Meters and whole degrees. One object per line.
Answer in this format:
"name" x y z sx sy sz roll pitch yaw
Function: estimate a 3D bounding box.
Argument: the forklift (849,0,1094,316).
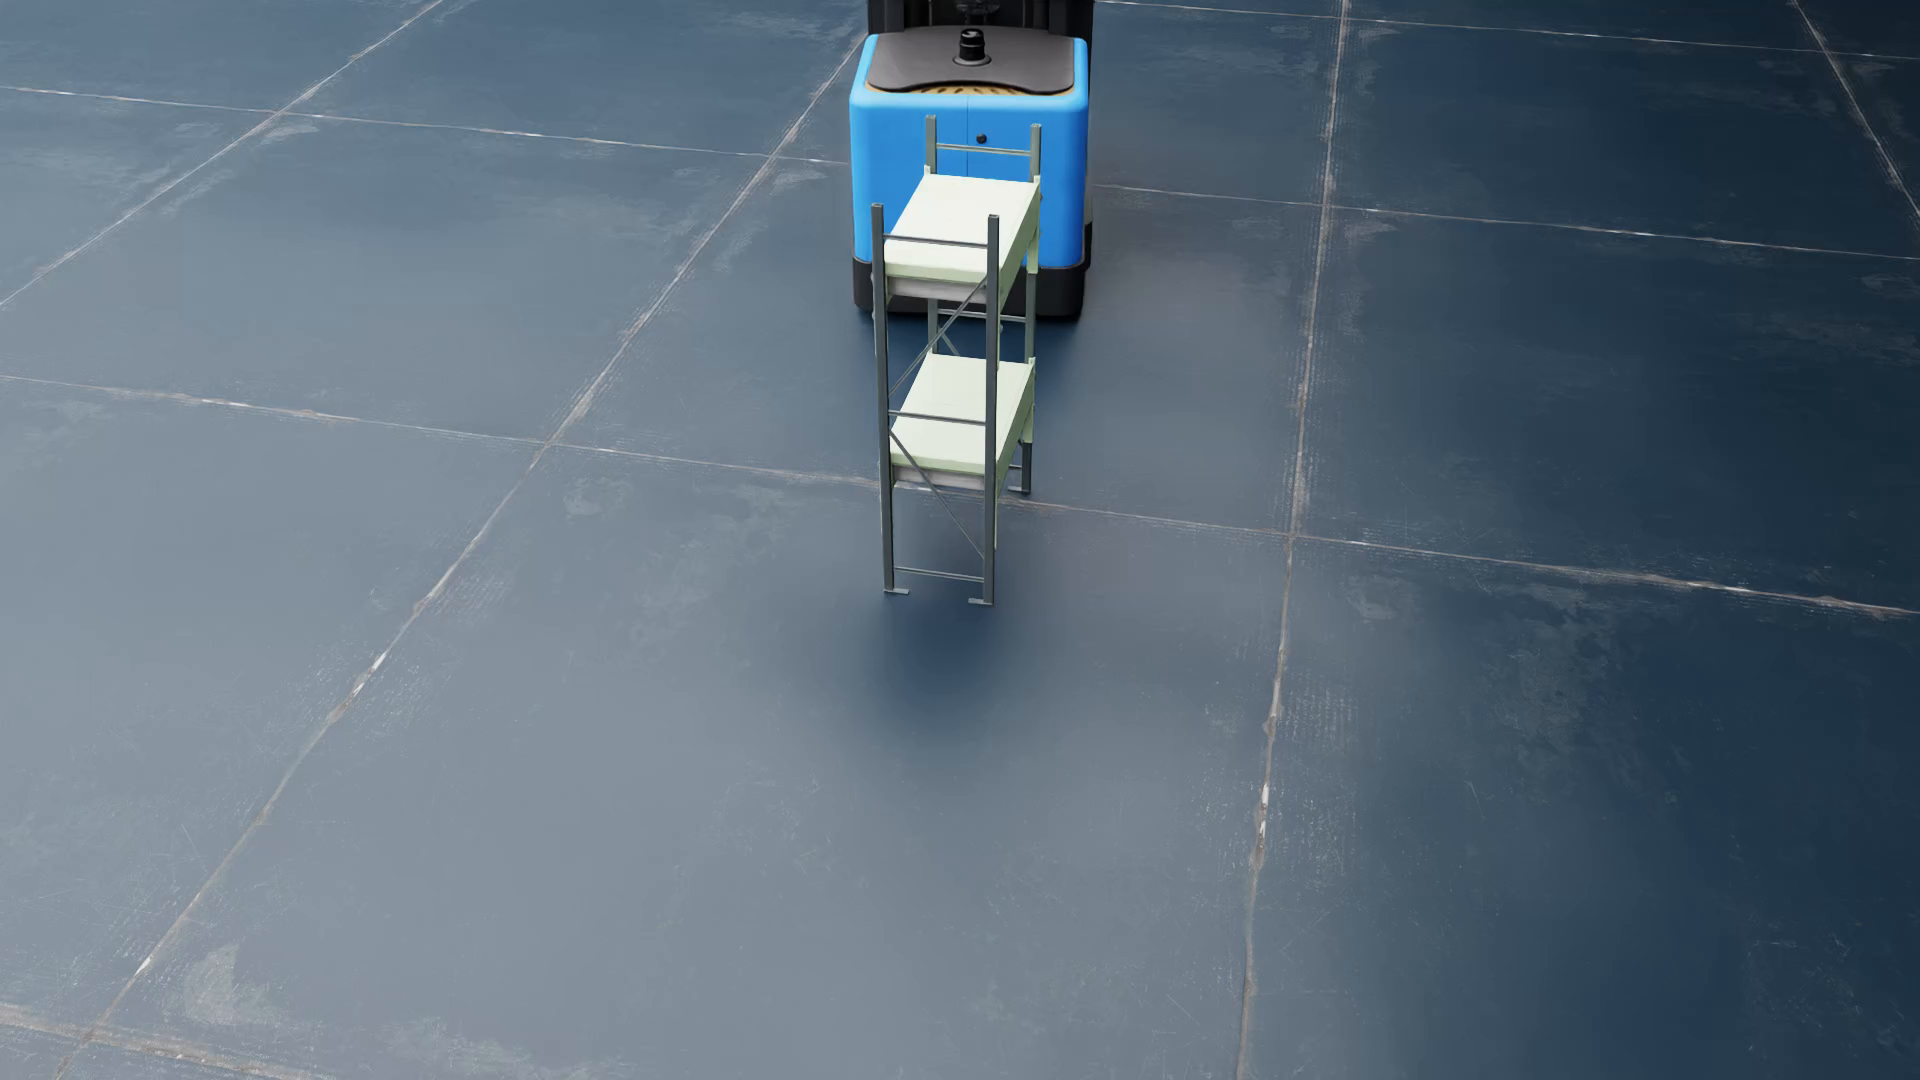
"forklift" 0.112 -3.042 7.950 1.130 2.935 3.031 2 36 2

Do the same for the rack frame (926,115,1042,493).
"rack frame" 0.080 -0.821 6.105 0.400 1.500 0.023 7 37 10

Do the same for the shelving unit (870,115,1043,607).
"shelving unit" 0.001 -0.611 5.815 0.431 1.500 0.755 7 37 10

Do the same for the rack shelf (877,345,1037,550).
"rack shelf" 0.001 -0.347 6.006 0.431 0.370 0.720 7 37 10

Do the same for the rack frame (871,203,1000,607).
"rack frame" -0.077 -0.401 5.526 0.400 1.500 0.023 7 37 10

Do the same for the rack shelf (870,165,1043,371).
"rack shelf" 0.001 -0.927 5.586 0.431 0.370 0.720 7 37 10
